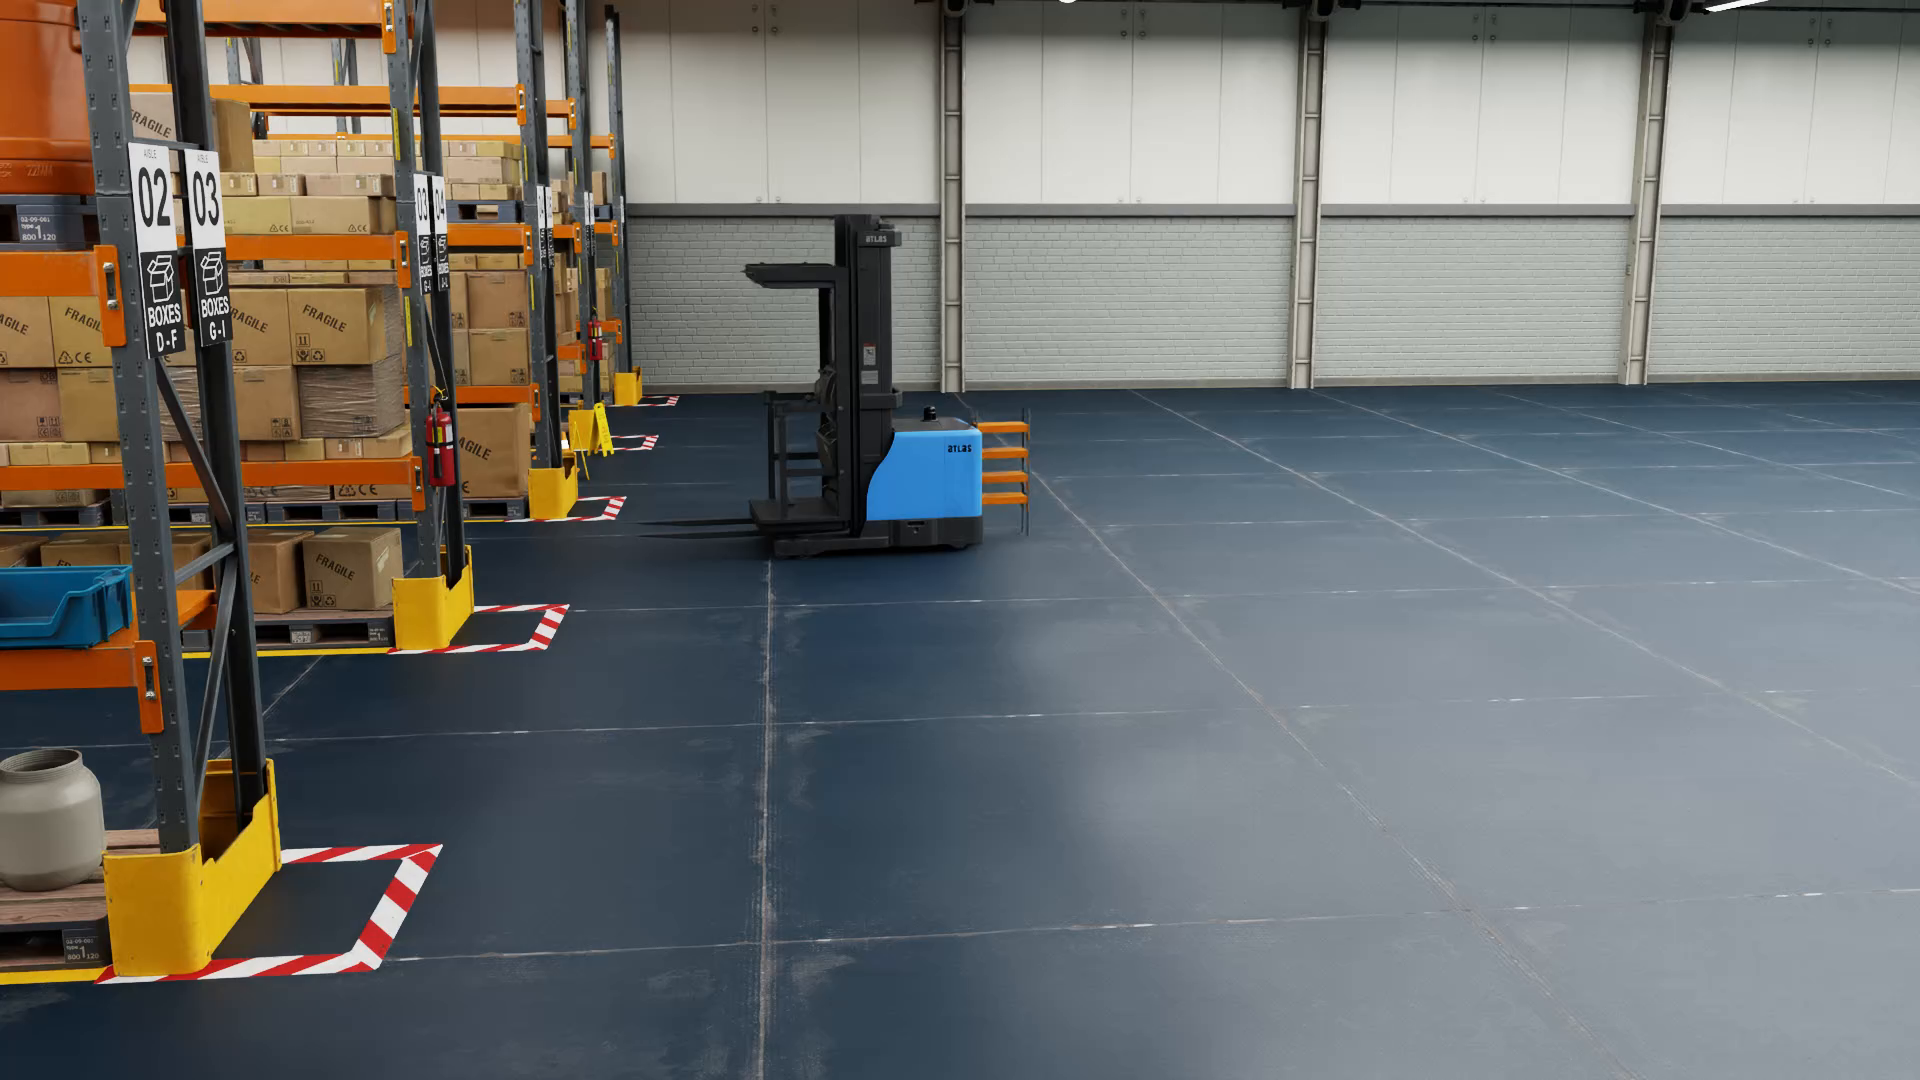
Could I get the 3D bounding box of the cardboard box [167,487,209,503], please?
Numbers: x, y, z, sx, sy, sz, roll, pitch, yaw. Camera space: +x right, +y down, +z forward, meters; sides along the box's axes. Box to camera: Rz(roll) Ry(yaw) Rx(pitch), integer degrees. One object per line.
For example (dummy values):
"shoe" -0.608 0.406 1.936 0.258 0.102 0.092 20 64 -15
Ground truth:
"cardboard box" -7.472 -0.864 16.289 0.875 0.875 0.875 -1 11 -5

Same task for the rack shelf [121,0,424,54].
"rack shelf" -5.682 -3.378 10.980 4.000 0.370 1.077 -1 11 -6

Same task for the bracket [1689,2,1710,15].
"bracket" 12.253 -8.867 27.694 0.430 0.232 0.235 -1 11 -6

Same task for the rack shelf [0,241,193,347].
"rack shelf" -5.147 -0.958 6.438 4.000 0.370 1.077 -1 11 -6

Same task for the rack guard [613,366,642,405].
"rack guard" -5.279 -2.457 26.453 0.348 0.500 1.175 -1 11 -6

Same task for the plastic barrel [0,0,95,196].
"plastic barrel" -3.628 -1.735 6.323 0.708 0.830 0.600 -1 11 -6

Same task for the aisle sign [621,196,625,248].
"aisle sign" -5.206 -4.904 25.679 0.004 0.787 0.394 -1 11 -6

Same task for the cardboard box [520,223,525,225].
"cardboard box" -5.332 -4.008 20.734 0.250 0.149 0.380 -1 11 -6

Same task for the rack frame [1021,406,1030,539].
"rack frame" 0.603 -0.623 15.306 0.015 1.200 0.240 -2 11 -12

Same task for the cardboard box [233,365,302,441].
"cardboard box" -4.727 -0.986 11.461 0.500 0.500 0.875 -1 11 -6

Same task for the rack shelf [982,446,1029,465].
"rack shelf" 0.365 -0.766 15.225 0.480 0.148 0.258 -2 11 -12

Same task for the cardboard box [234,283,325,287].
"cardboard box" -4.767 -1.548 11.728 0.500 0.500 0.500 -1 11 -6

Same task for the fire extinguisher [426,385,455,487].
"fire extinguisher" -3.530 -0.707 11.271 0.183 0.674 0.296 -1 11 -6

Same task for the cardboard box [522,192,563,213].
"cardboard box" -5.243 -4.213 20.747 0.500 0.250 0.500 -1 11 -7

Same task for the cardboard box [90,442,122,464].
"cardboard box" -5.690 -0.619 11.274 0.250 0.149 0.380 -1 11 -6

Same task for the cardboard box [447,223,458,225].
"cardboard box" -6.364 -3.998 20.684 0.250 0.149 0.380 -2 11 -8

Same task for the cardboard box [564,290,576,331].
"cardboard box" -5.264 -2.970 21.550 0.500 0.500 0.500 -1 11 -7

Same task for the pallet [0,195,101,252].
"pallet" -3.991 -1.262 6.606 1.213 0.211 1.003 -1 11 -6

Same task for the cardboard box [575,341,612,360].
"cardboard box" -5.727 -2.961 25.985 0.500 0.250 0.500 -1 11 -4

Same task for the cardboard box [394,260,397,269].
"cardboard box" -6.759 -3.341 20.848 0.500 0.500 0.700 -1 11 -6

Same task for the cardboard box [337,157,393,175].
"cardboard box" -5.581 -3.499 15.767 0.500 0.250 0.500 -1 11 -6

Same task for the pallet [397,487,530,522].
"pallet" -4.915 -0.384 16.658 1.213 0.211 1.003 -1 11 -6

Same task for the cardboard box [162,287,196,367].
"cardboard box" -5.207 -1.436 11.158 0.500 0.500 0.500 -1 11 -6

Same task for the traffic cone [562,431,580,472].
"traffic cone" -4.594 -1.025 19.262 0.334 0.463 0.336 -1 11 -6

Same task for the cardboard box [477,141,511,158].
"cardboard box" -4.427 -3.707 15.791 0.250 0.149 0.380 -1 11 -6

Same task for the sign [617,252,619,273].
"sign" -5.258 -4.263 25.544 0.005 0.325 0.100 -1 11 -6

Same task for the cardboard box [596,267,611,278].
"cardboard box" -5.660 -4.231 26.282 0.250 0.149 0.380 -1 11 -7

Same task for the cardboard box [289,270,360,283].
"cardboard box" -6.123 -2.337 16.172 0.500 0.550 0.875 -1 11 -6

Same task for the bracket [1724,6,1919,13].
"bracket" 14.831 -8.921 27.969 4.783 0.066 0.076 -1 11 -6

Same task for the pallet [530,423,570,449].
"pallet" -5.650 -1.352 21.577 1.213 0.211 1.003 -1 11 -6

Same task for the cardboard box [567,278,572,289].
"cardboard box" -6.133 -3.985 25.804 0.250 0.149 0.380 -1 11 -5

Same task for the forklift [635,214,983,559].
"forklift" -1.365 -1.381 14.675 3.031 2.935 1.130 -2 11 -12

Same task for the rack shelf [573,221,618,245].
"rack shelf" -7.292 -4.760 25.778 4.000 0.370 1.077 -1 11 -6

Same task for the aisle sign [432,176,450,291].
"aisle sign" -3.664 -2.165 11.749 0.004 0.787 0.394 -1 11 -6

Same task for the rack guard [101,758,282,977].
"rack guard" -3.229 1.356 7.057 0.348 0.500 1.175 -1 11 -6

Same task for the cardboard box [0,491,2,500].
"cardboard box" -9.672 -0.754 16.051 0.750 0.750 1.050 -1 11 -6

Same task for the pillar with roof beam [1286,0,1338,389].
"pillar with roof beam" 6.302 -6.210 23.508 0.548 9.000 9.100 -1 11 -6

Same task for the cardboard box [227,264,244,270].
"cardboard box" -9.246 -3.426 21.098 0.250 0.149 0.380 -1 11 -6

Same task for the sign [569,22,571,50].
"sign" -4.724 -6.104 20.140 0.005 0.325 0.100 -1 11 -6

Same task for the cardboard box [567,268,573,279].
"cardboard box" -6.136 -4.127 25.755 0.250 0.149 0.380 -1 11 -5

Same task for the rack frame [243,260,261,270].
"rack frame" -8.740 -2.648 20.944 0.127 3.000 1.000 -1 11 -6

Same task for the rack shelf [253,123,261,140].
"rack shelf" -10.728 -5.001 20.262 4.000 0.370 1.077 -1 11 -6

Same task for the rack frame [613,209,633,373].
"rack frame" -5.303 -3.683 26.210 0.127 3.000 1.000 -1 11 -6

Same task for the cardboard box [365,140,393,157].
"cardboard box" -5.435 -3.686 15.685 0.250 0.149 0.380 -1 11 -6

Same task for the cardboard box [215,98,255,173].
"cardboard box" -5.198 -2.764 11.431 0.500 0.500 0.500 -1 11 -6

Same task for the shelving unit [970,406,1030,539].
"shelving unit" 0.365 -0.612 15.255 0.503 1.200 0.258 -2 11 -12

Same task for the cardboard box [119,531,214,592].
"cardboard box" -5.531 0.228 11.707 0.500 0.500 0.500 0 11 -1

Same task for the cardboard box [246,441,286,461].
"cardboard box" -4.696 -0.640 11.380 0.250 0.149 0.380 -1 11 -6

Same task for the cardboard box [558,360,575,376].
"cardboard box" -6.253 -2.707 25.987 0.500 0.250 0.500 -1 11 -7

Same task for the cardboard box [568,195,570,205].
"cardboard box" -6.094 -5.211 25.510 0.250 0.149 0.380 -2 11 -8

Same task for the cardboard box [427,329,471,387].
"cardboard box" -5.037 -1.826 16.373 0.550 0.550 0.875 -1 11 -6

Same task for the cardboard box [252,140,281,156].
"cardboard box" -6.441 -3.665 15.577 0.250 0.149 0.380 -1 11 -6

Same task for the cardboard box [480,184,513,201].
"cardboard box" -4.422 -3.316 15.869 0.250 0.149 0.380 -1 11 -6

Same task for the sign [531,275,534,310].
"sign" -4.084 -2.364 15.885 0.005 0.325 0.100 -1 11 -6

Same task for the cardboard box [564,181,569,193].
"cardboard box" -5.139 -4.503 21.187 0.250 0.149 0.380 -1 11 -6

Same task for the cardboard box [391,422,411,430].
"cardboard box" -4.002 -0.748 11.928 0.250 0.149 0.380 -1 11 -6

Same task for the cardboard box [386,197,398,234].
"cardboard box" -4.200 -2.269 11.627 0.500 0.250 0.500 -1 11 -4

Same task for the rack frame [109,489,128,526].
"rack frame" -8.105 -1.701 16.126 0.127 3.000 1.000 -1 11 -6

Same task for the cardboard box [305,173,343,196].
"cardboard box" -4.207 -2.376 11.141 0.250 0.149 0.380 -2 11 -8

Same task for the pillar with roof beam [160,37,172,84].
"pillar with roof beam" -11.593 -5.835 21.601 0.548 9.000 9.100 -1 11 -6
